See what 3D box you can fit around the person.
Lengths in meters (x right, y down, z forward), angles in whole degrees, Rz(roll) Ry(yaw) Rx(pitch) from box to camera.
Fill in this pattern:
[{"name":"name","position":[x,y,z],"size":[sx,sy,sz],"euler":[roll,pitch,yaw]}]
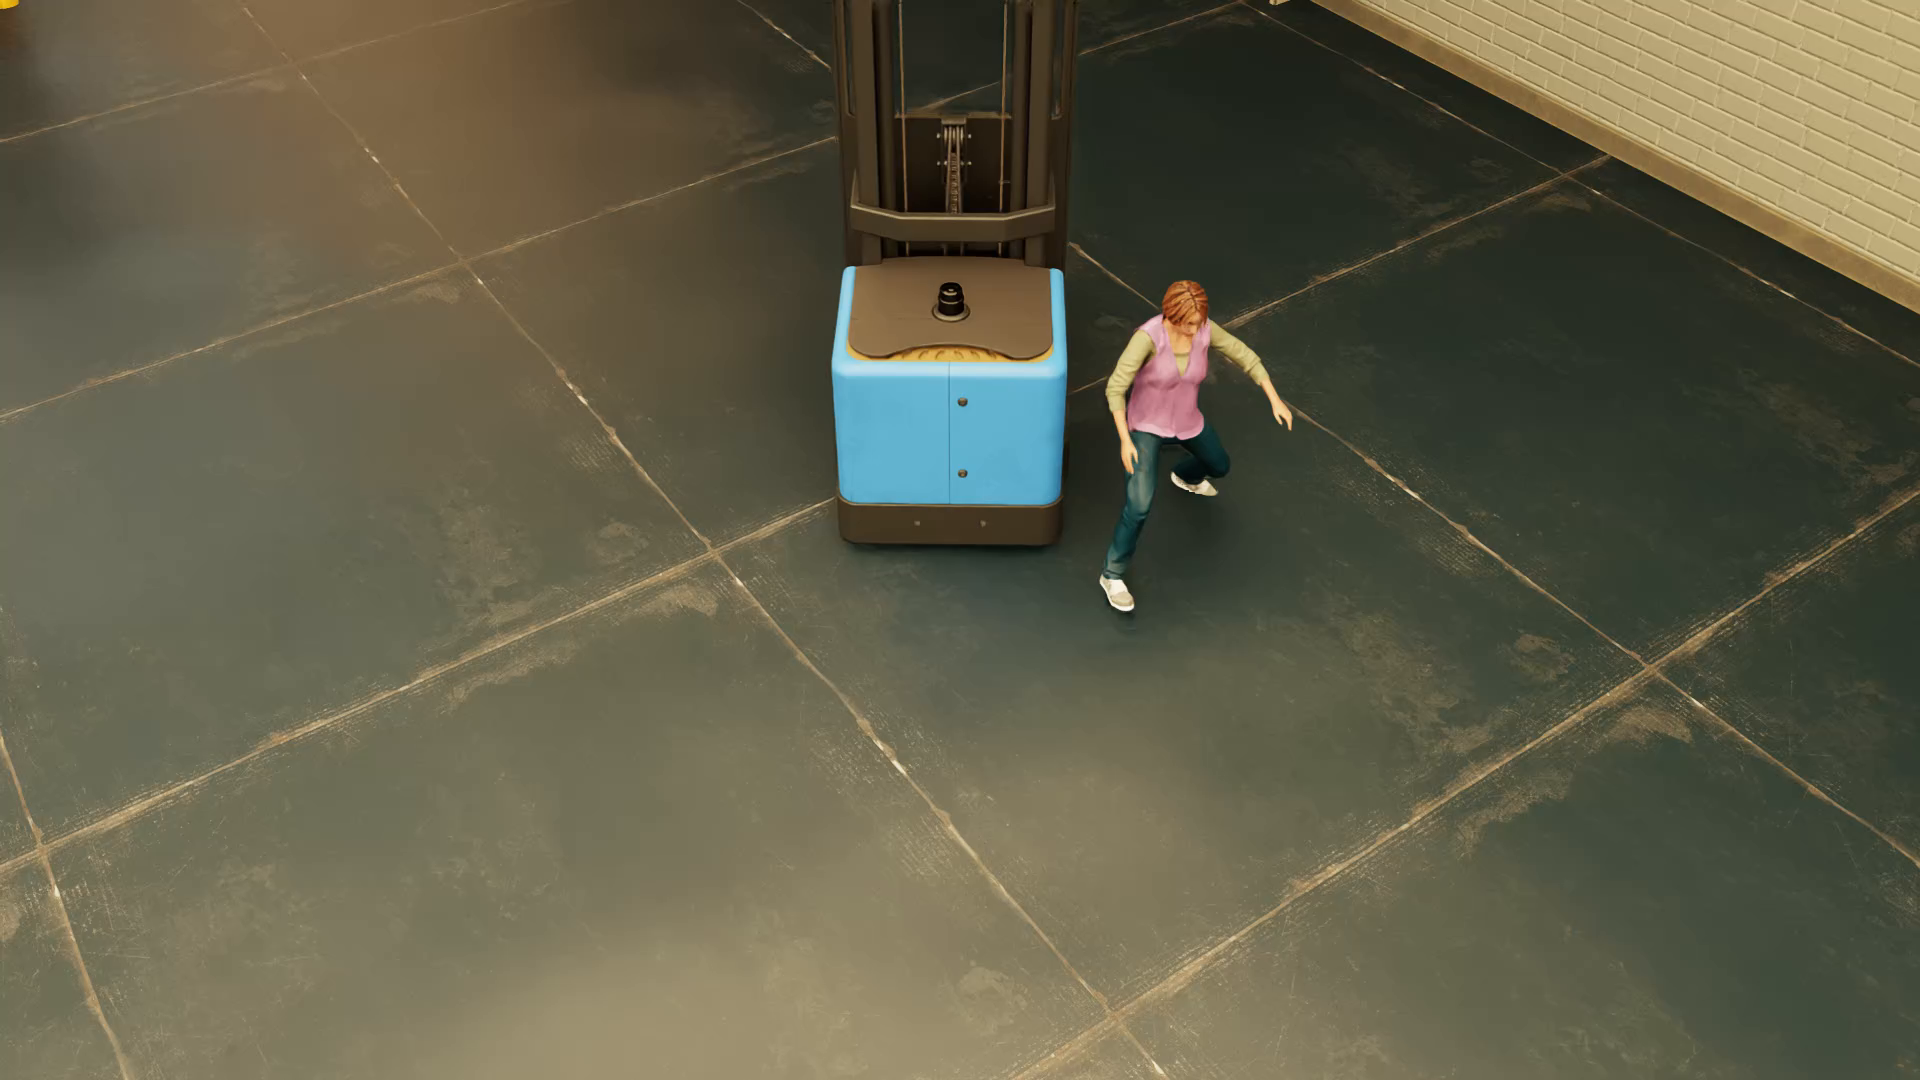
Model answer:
[{"name":"person","position":[0.980,-0.494,7.401],"size":[0.872,1.481,0.825],"euler":[-13,44,-14]}]

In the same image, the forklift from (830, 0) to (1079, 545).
[{"name":"forklift","position":[-0.018,-2.030,7.919],"size":[1.130,2.935,3.031],"euler":[1,43,1]}]
